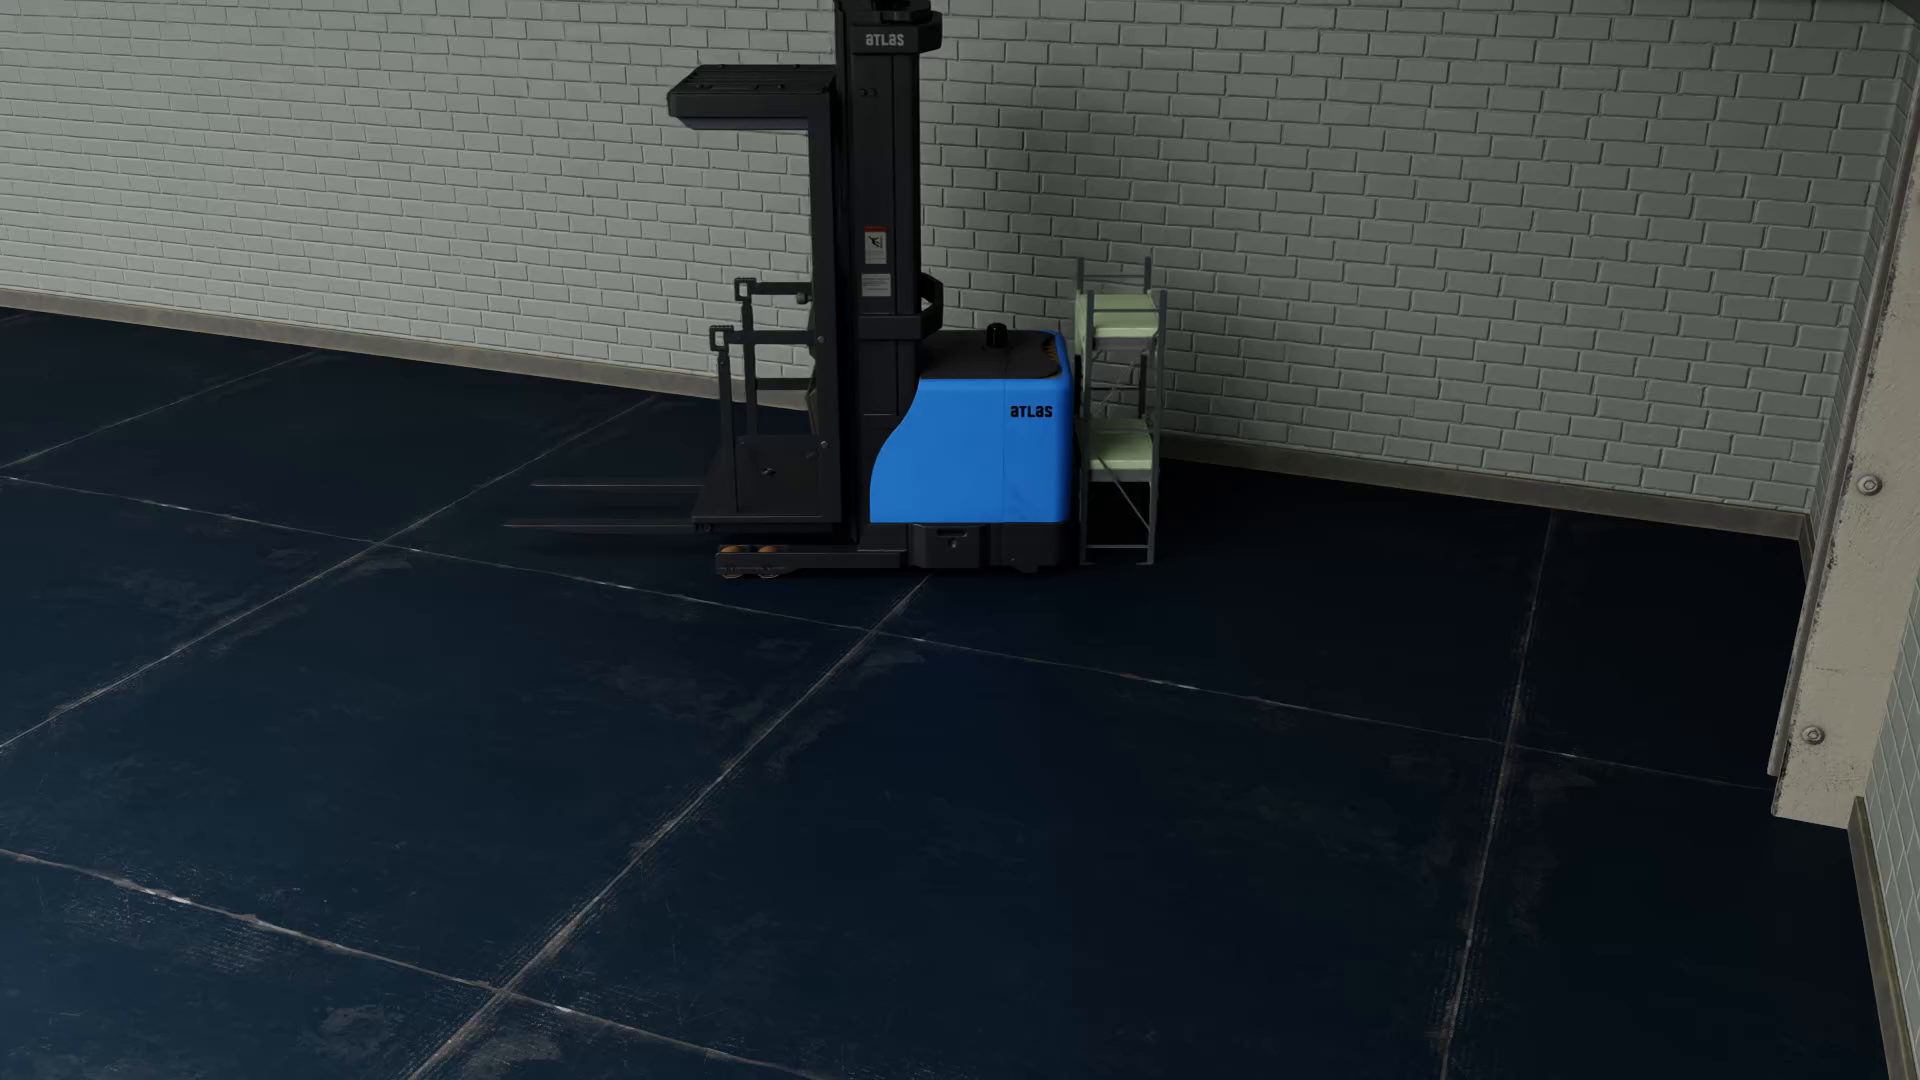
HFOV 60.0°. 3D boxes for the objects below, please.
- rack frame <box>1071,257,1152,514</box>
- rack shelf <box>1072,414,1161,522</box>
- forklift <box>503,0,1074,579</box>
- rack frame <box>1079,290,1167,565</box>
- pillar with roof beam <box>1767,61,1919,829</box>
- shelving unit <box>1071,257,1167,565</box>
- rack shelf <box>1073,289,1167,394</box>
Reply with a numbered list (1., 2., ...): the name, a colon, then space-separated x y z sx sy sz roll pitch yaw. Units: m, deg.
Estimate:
1. rack frame: 0.840 -0.844 9.325 0.400 1.500 0.023 0 23 0
2. rack shelf: 0.840 -0.402 9.113 0.431 0.370 0.720 0 23 0
3. forklift: -0.920 -1.353 8.685 3.031 2.935 1.130 0 23 0
4. rack frame: 0.840 -0.562 8.650 0.400 1.500 0.023 0 23 0
5. pillar with roof beam: -0.546 -3.721 6.483 9.100 9.000 0.400 9 24 20
6. shelving unit: 0.840 -0.703 8.988 0.431 1.500 0.755 0 23 0
7. rack shelf: 0.840 -1.063 8.837 0.431 0.370 0.720 0 23 0
